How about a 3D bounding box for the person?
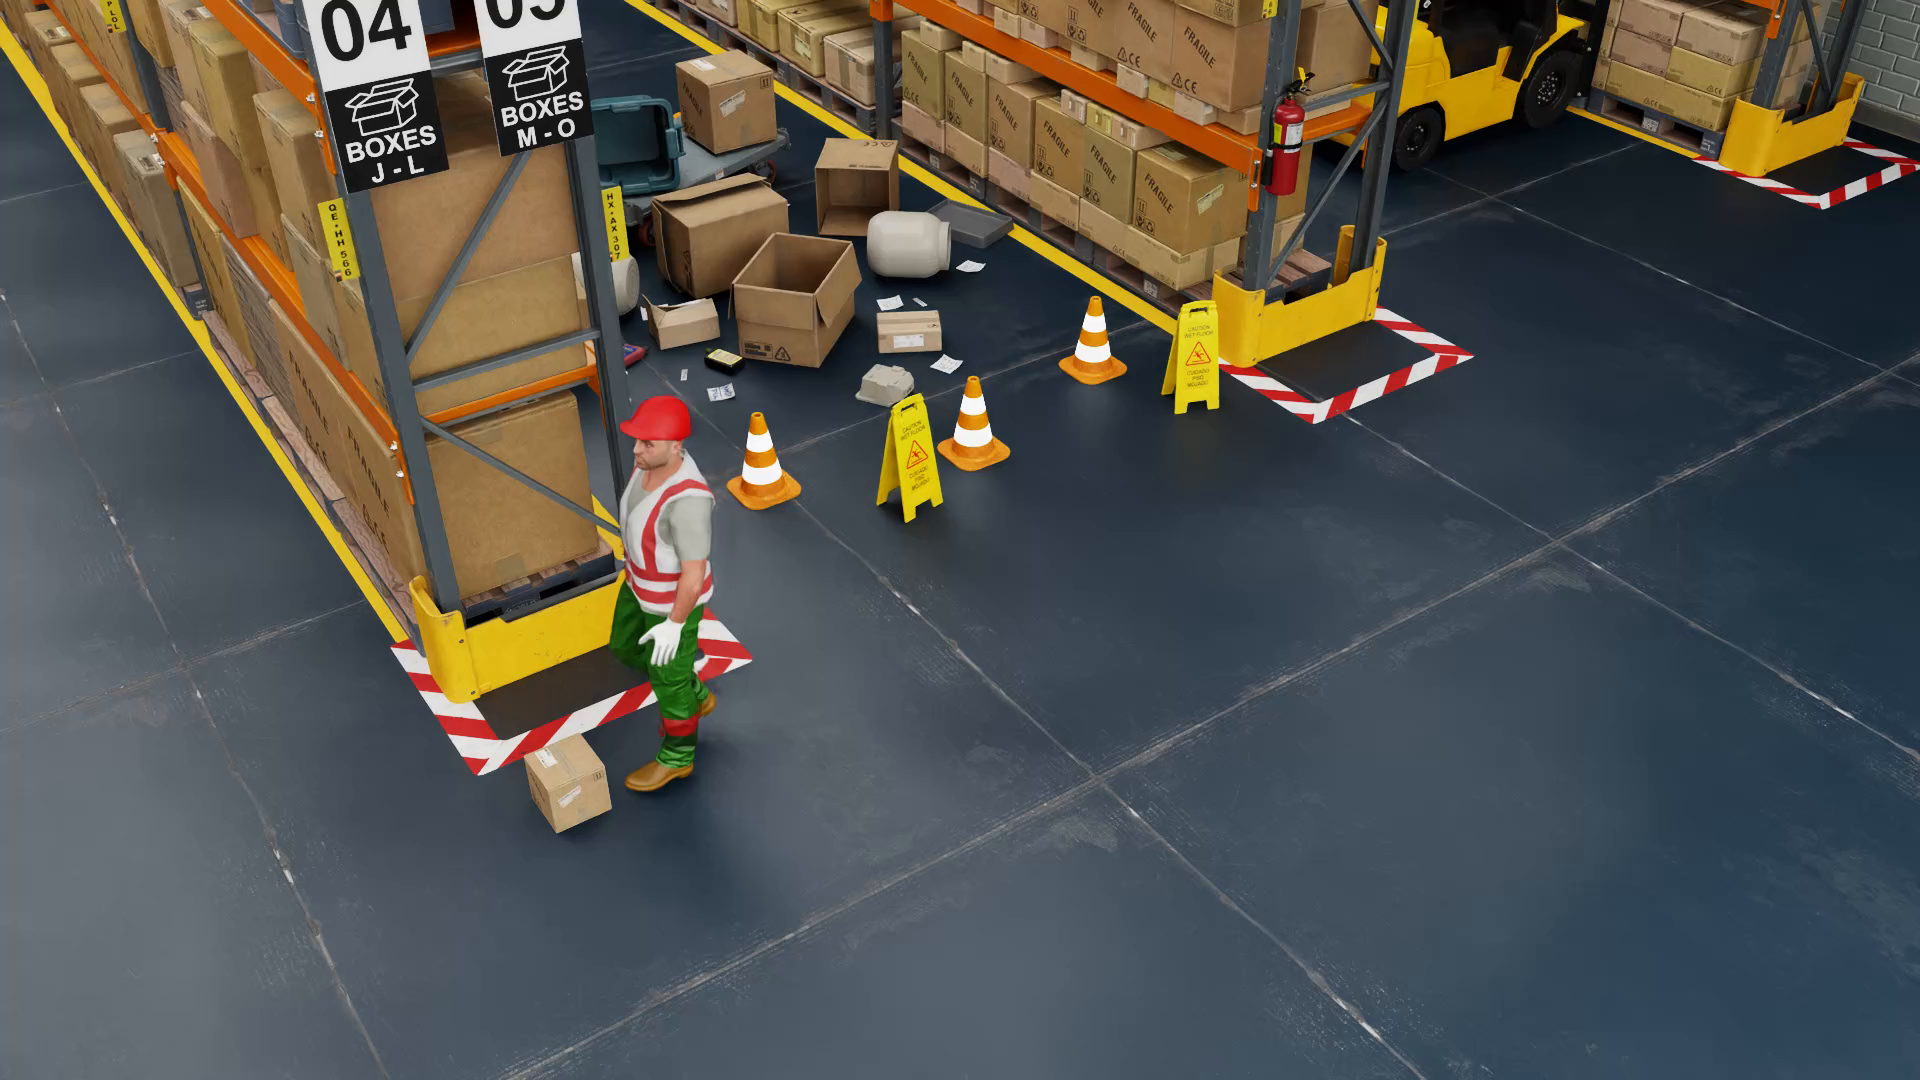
[{"bbox_3d":[-1.224,0.225,6.627,0.496,1.797,0.599,-18,40,-23],"label":"person"}]
